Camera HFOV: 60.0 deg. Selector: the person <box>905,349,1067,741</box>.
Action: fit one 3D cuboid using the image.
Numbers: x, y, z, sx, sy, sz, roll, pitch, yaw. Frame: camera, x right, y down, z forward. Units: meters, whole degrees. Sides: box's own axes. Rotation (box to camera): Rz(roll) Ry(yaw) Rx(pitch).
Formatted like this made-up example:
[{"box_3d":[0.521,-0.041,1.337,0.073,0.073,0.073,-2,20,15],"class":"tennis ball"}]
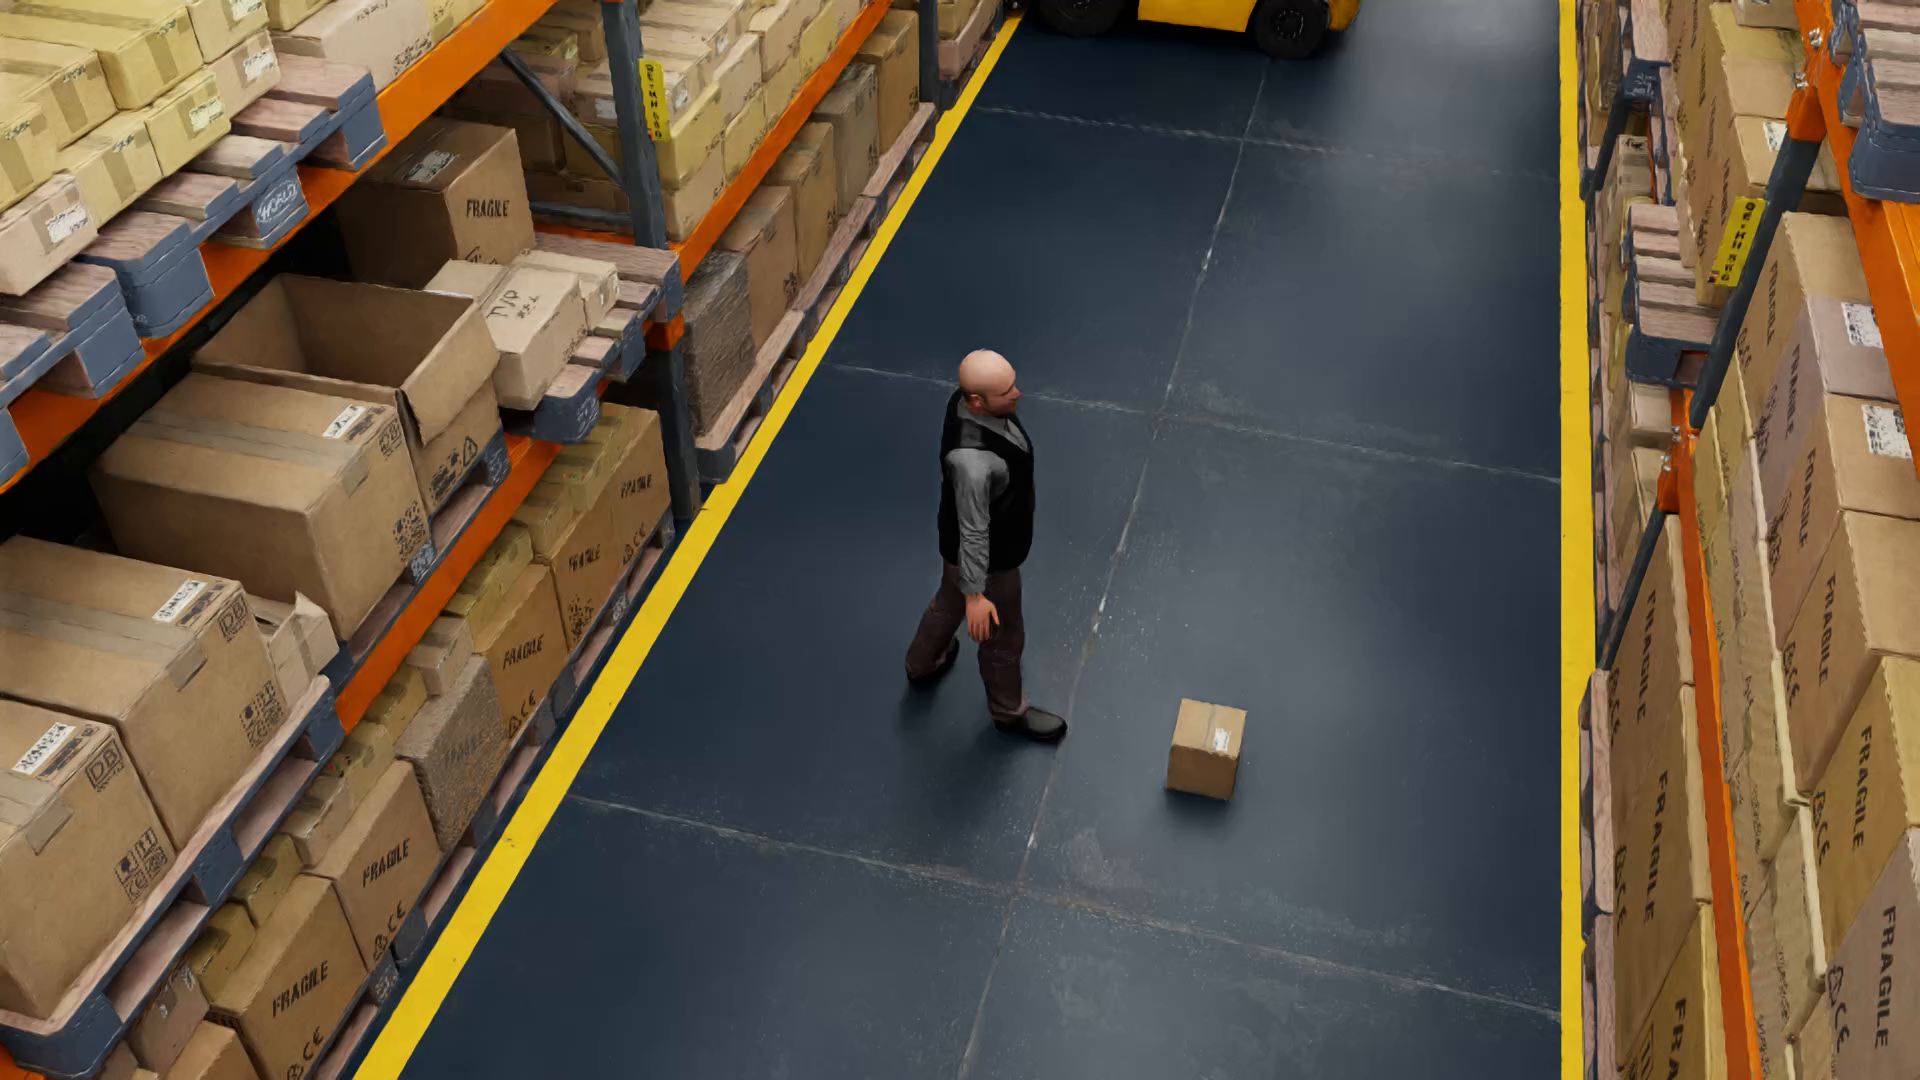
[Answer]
[{"box_3d":[0.100,0.038,6.132,0.641,1.723,0.745,0,41,0],"class":"person"}]
